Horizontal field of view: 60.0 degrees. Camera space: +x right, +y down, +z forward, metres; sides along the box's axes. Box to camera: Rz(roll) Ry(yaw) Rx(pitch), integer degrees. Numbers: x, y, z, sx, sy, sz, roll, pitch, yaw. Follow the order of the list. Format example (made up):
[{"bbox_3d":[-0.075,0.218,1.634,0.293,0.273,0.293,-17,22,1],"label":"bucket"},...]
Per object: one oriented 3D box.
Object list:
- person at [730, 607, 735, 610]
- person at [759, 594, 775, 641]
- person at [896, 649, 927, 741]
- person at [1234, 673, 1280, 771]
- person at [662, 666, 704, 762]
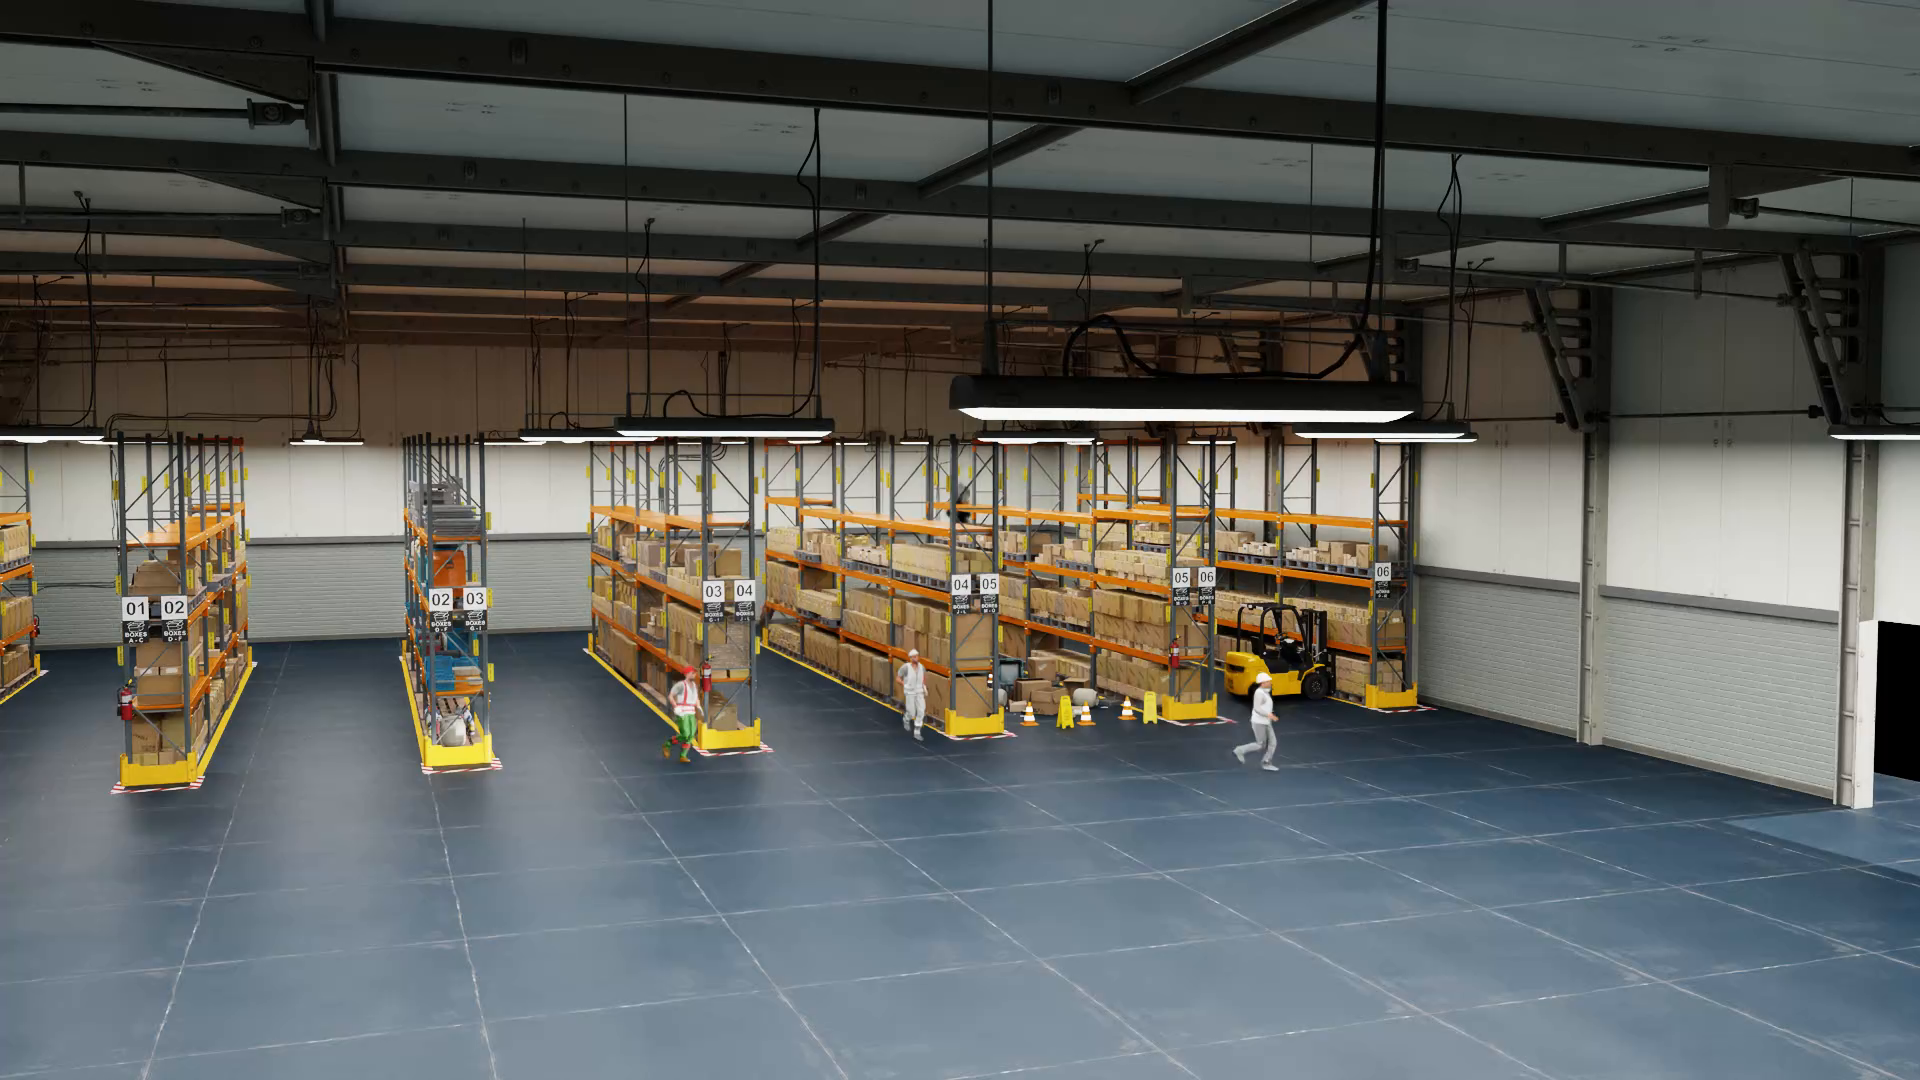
[{"bbox_3d":[-6.719,2.249,48.232,0.555,1.582,0.818,2,4,27],"label":"person"},{"bbox_3d":[-5.693,2.142,49.445,0.773,1.704,0.748,-2,4,-26],"label":"person"},{"bbox_3d":[-0.927,3.037,32.805,0.697,1.772,0.759,-1,3,-25],"label":"person"},{"bbox_3d":[5.285,3.220,29.504,0.813,1.743,0.652,1,3,21],"label":"person"},{"bbox_3d":[-5.034,3.174,30.429,0.627,1.731,0.728,2,4,31],"label":"person"}]
